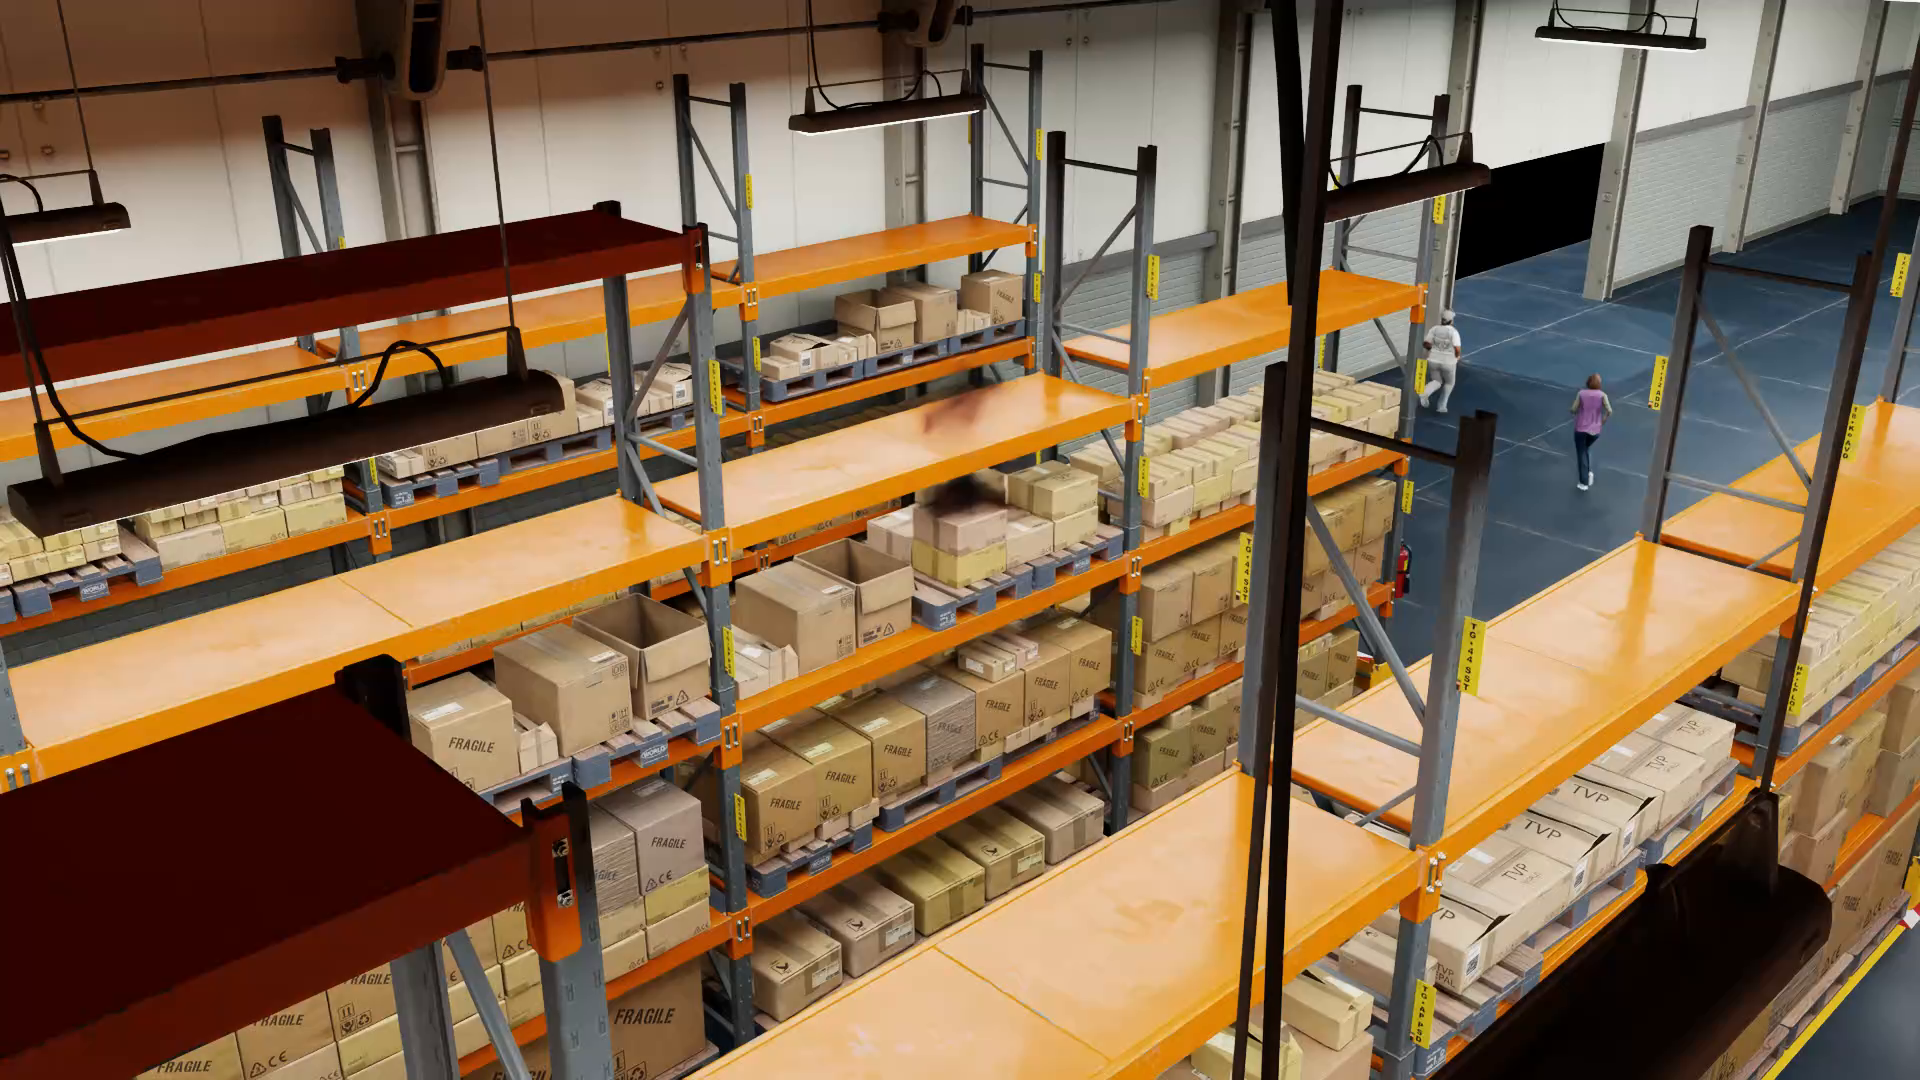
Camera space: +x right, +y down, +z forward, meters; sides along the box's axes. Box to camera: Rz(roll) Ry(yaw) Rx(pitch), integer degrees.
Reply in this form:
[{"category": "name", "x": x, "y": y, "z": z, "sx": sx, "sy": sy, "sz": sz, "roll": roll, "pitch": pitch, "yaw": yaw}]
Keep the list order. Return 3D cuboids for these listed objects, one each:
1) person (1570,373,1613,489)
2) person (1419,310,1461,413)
[{"category": "person", "x": 8.428, "y": -1.478, "z": 22.356, "sx": 0.512, "sy": 1.578, "sz": 0.631, "roll": 4, "pitch": 23, "yaw": 10}, {"category": "person", "x": 7.311, "y": -2.679, "z": 25.247, "sx": 0.608, "sy": 1.641, "sz": 0.670, "roll": 18, "pitch": 29, "yaw": 37}]
